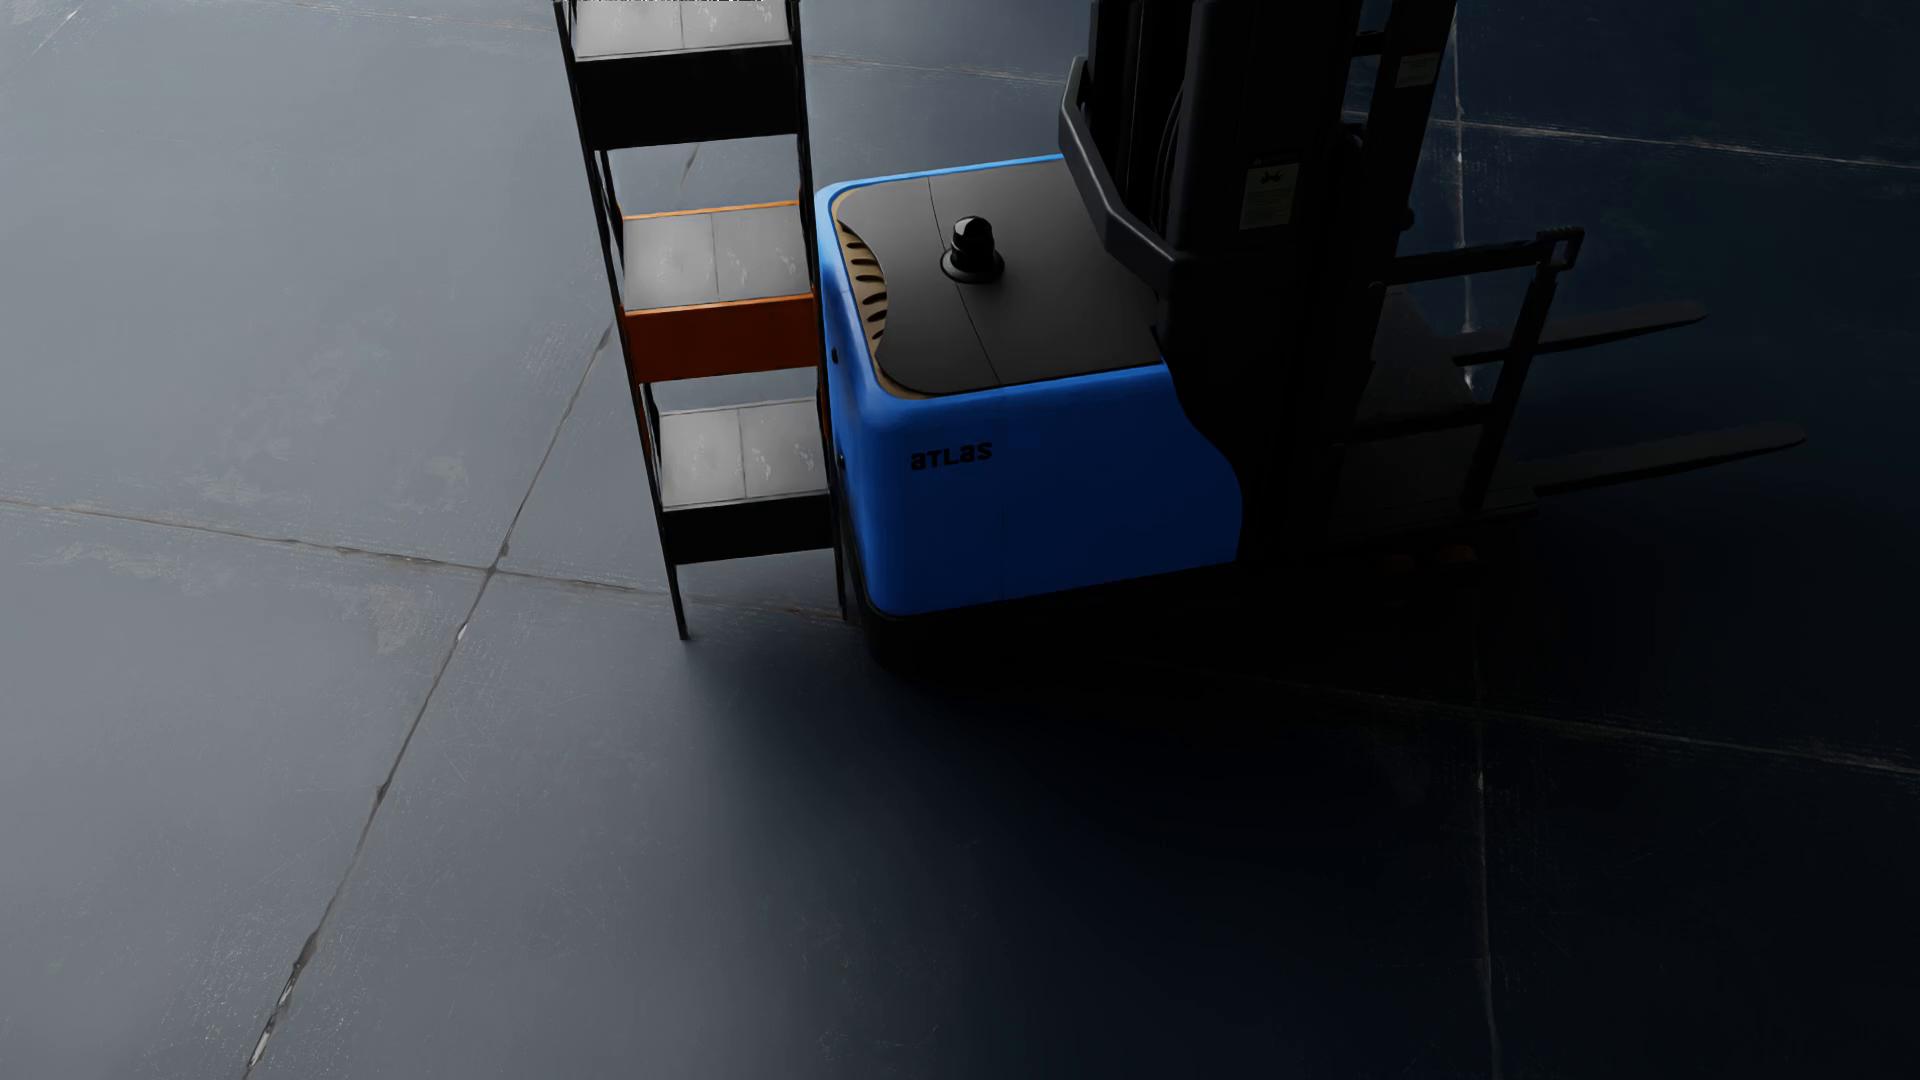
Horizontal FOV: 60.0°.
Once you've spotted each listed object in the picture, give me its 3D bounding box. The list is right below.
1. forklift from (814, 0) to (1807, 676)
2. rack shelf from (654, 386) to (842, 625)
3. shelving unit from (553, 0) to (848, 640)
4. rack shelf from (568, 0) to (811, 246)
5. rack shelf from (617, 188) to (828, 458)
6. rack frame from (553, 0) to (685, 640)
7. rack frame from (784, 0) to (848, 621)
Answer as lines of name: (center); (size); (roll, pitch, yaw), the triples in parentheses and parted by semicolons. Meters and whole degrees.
forklift: (1.123, -1.154, 4.317); (3.031, 2.935, 1.130); (-9, 49, -8)
rack shelf: (-0.619, -0.100, 4.888); (0.480, 0.518, 0.431); (-6, 48, -6)
shelving unit: (-0.619, -0.577, 4.357); (0.503, 2.100, 0.431); (-6, 48, -6)
rack shelf: (-0.619, -1.036, 3.846); (0.480, 0.518, 0.431); (-6, 48, -6)
rack shelf: (-0.619, -0.568, 4.367); (0.480, 0.518, 0.431); (-6, 48, -6)
rack frame: (-0.860, -0.550, 4.332); (0.015, 2.100, 0.400); (-6, 48, -6)
rack frame: (-0.378, -0.604, 4.381); (0.015, 2.100, 0.400); (-6, 48, -6)
